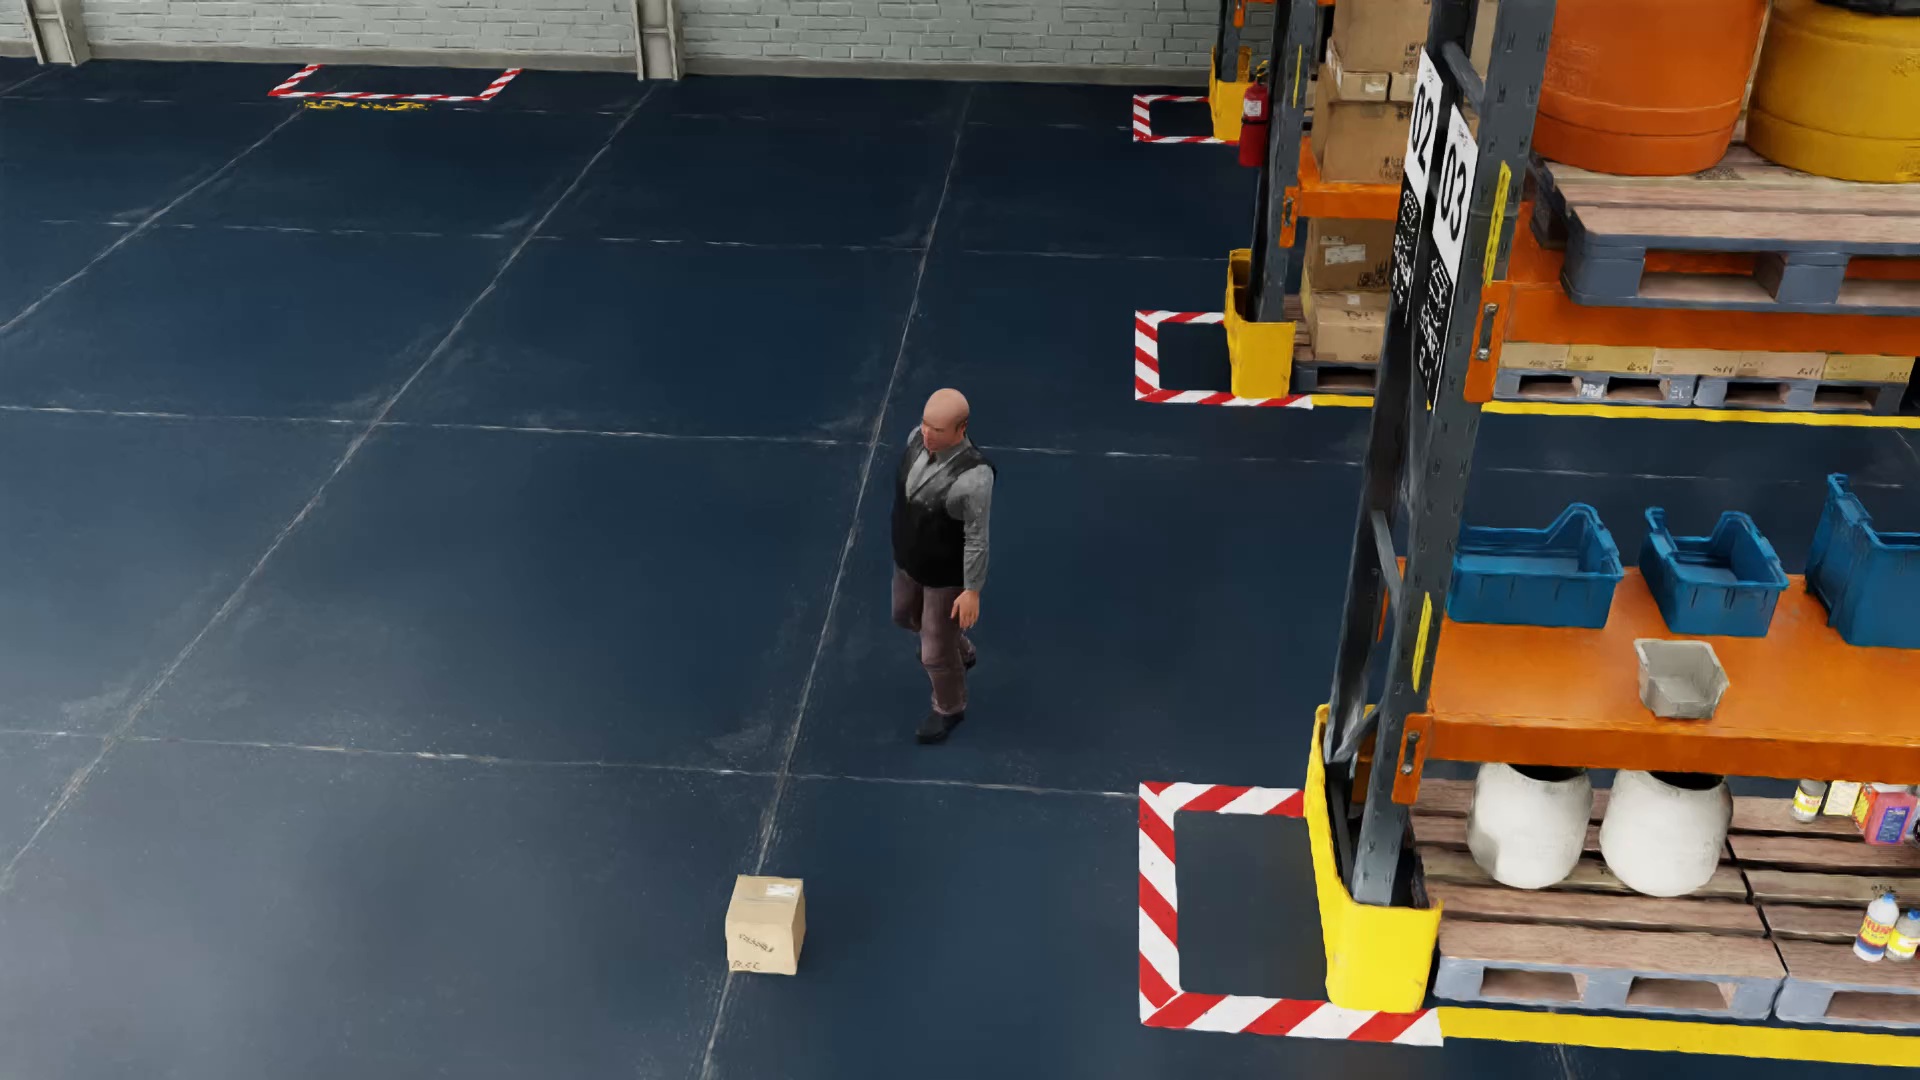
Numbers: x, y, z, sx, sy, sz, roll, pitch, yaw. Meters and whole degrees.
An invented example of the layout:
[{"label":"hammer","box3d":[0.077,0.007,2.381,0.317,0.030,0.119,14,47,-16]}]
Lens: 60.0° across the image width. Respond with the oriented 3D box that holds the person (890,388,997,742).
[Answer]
[{"label":"person","box3d":[-0.064,0.055,7.088,0.517,1.699,0.721,-19,36,-28]}]
